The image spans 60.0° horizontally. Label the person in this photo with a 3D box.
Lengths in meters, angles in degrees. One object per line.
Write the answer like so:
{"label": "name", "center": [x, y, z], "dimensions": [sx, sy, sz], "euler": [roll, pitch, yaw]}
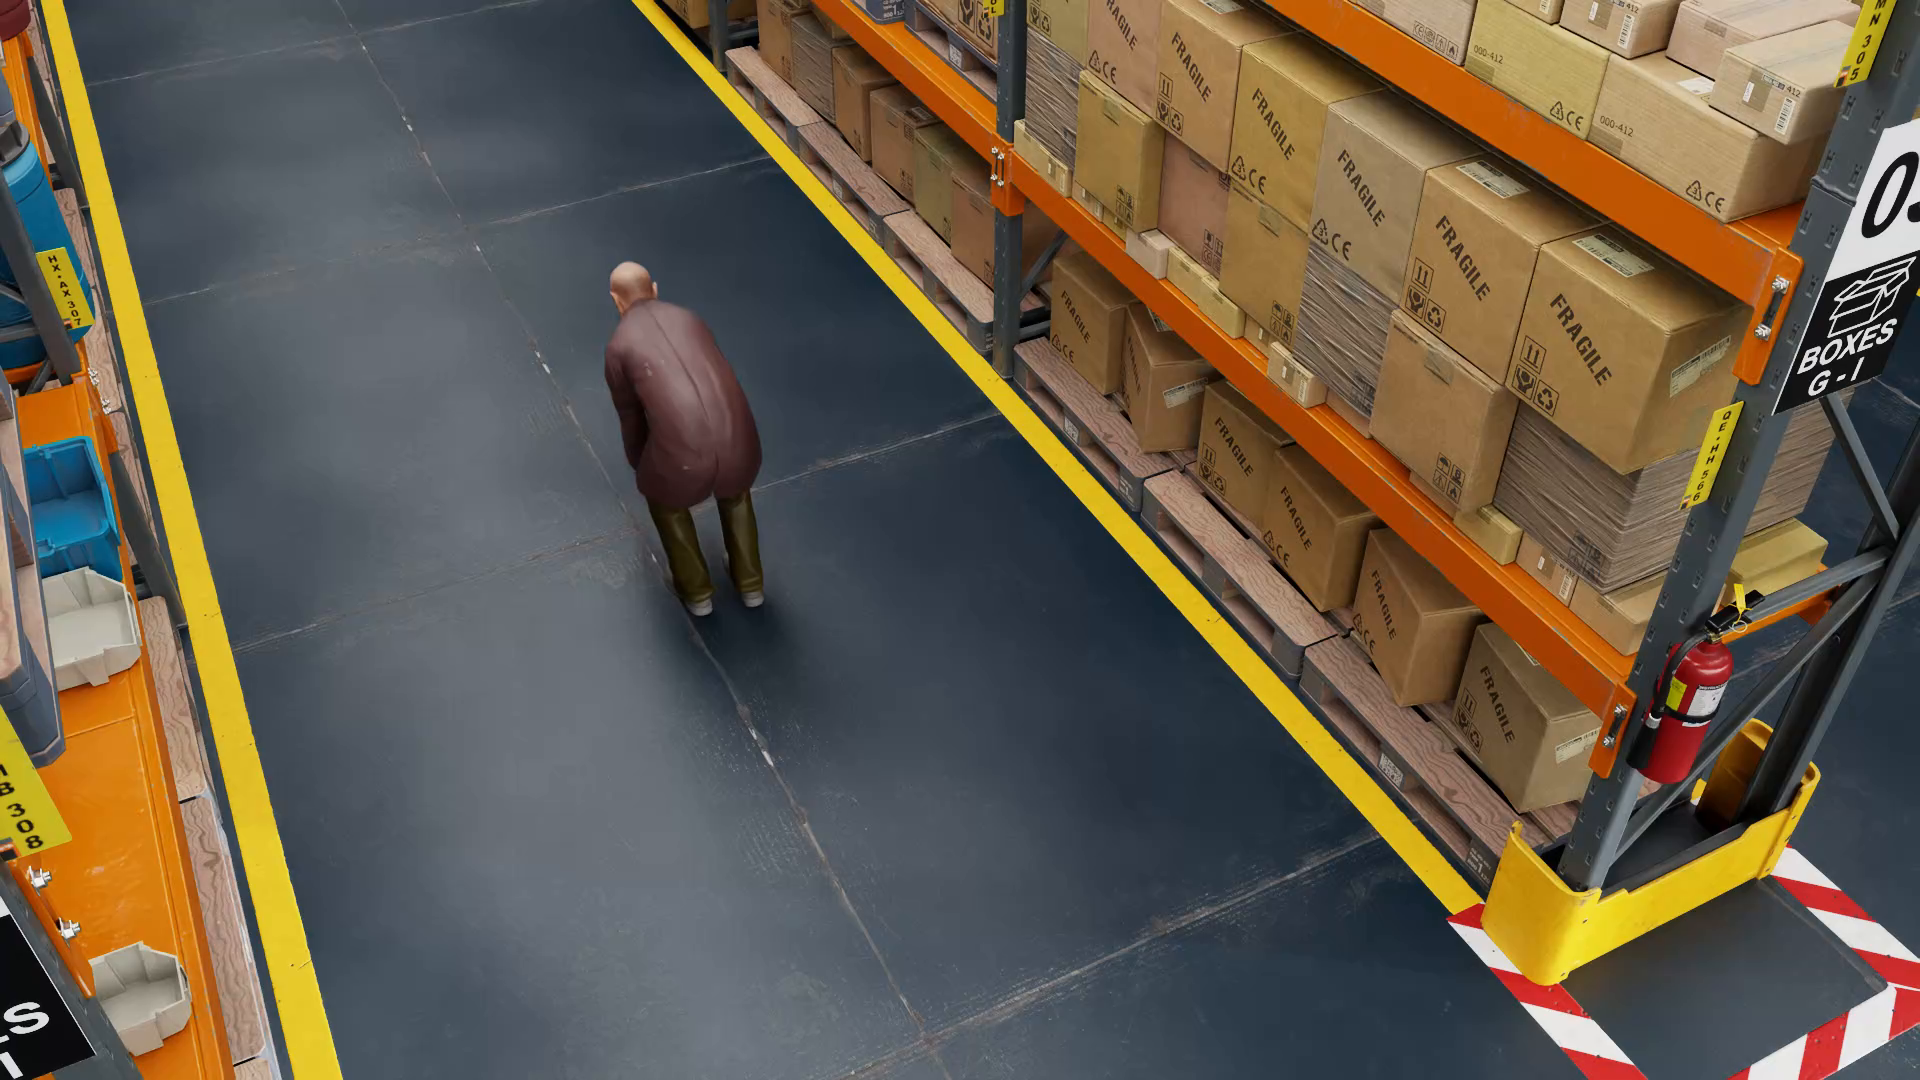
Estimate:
{"label": "person", "center": [-1.160, -0.406, 6.957], "dimensions": [0.547, 1.370, 0.891], "euler": [-20, 45, -22]}
